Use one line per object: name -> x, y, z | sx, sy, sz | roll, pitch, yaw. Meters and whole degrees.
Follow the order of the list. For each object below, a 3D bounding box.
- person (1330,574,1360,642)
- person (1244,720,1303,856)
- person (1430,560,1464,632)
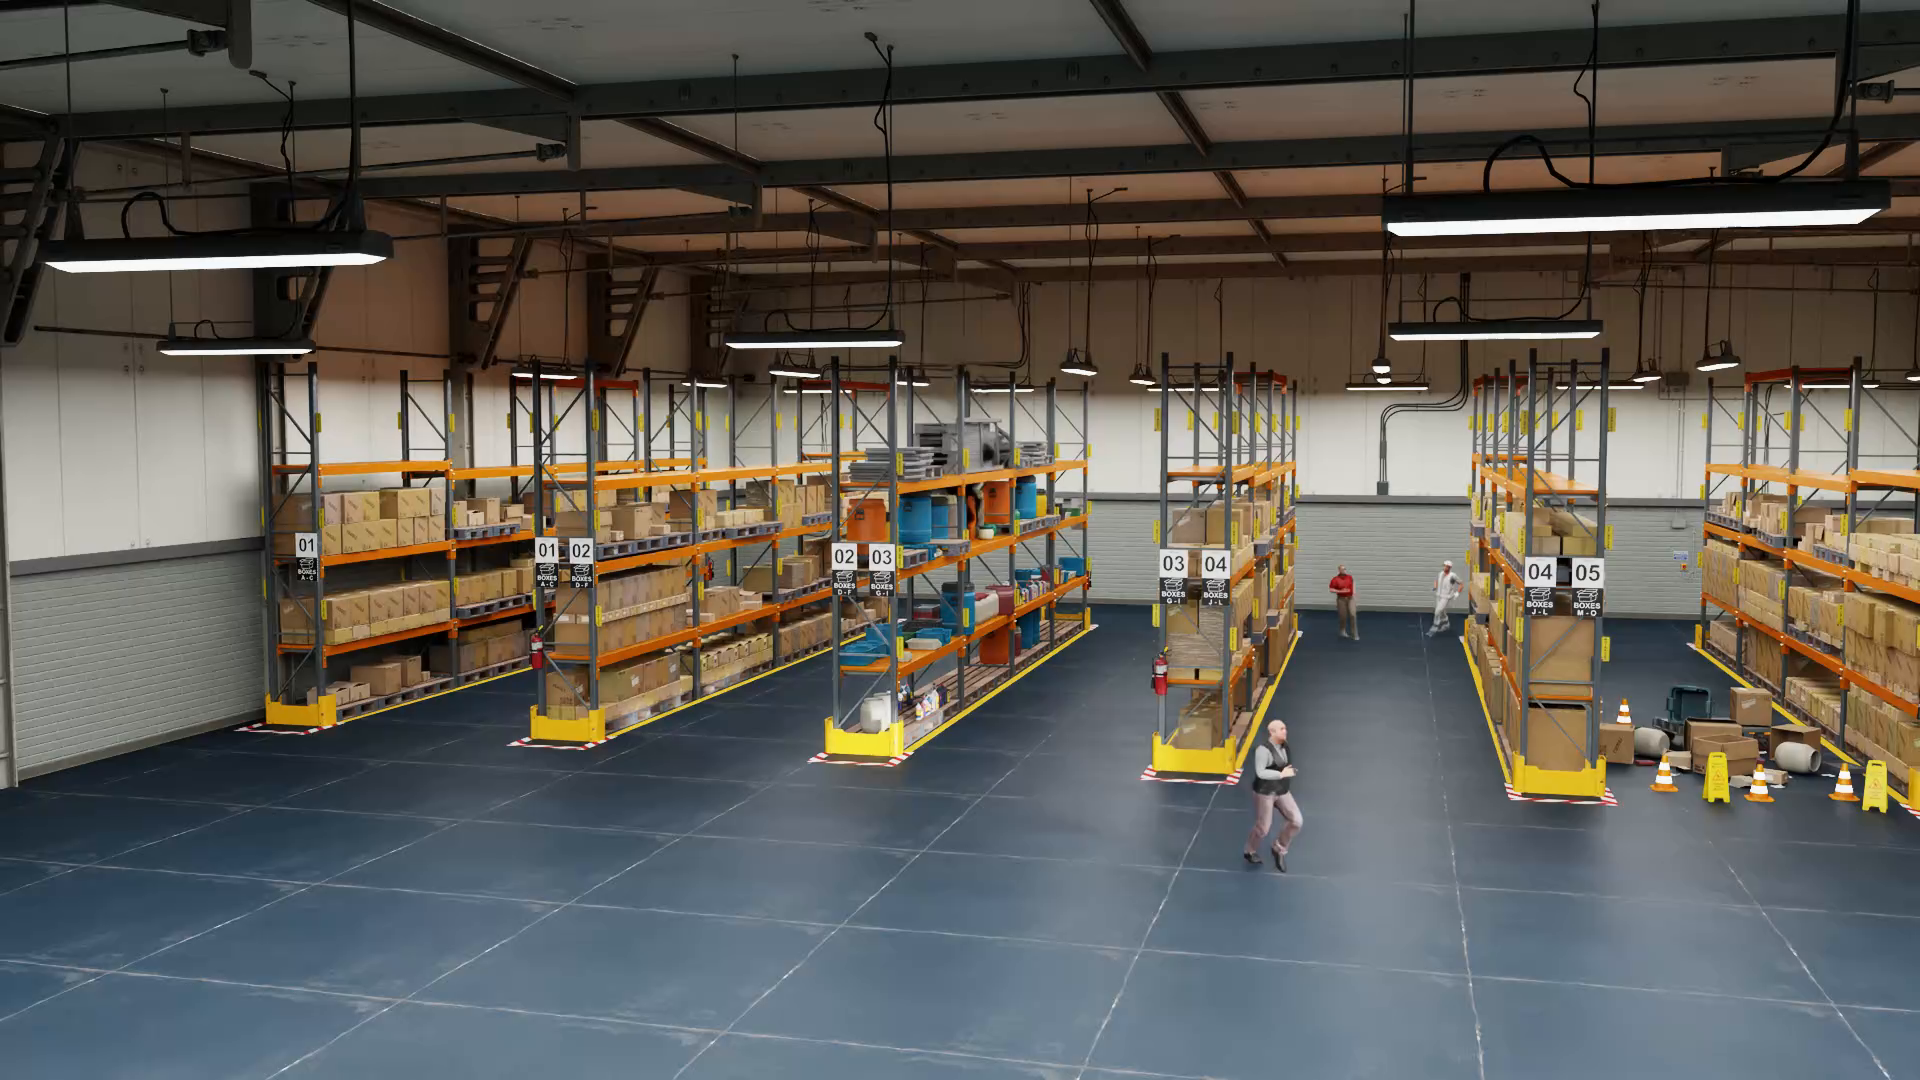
person -> 8.847, 1.539, 38.500 | 0.630, 1.544, 0.898 | 0, 4, -5
person -> 3.485, 2.778, 18.524 | 0.682, 1.586, 0.809 | -3, 5, -39
person -> 11.402, 1.315, 39.041 | 0.750, 1.691, 0.712 | -2, 5, -29
